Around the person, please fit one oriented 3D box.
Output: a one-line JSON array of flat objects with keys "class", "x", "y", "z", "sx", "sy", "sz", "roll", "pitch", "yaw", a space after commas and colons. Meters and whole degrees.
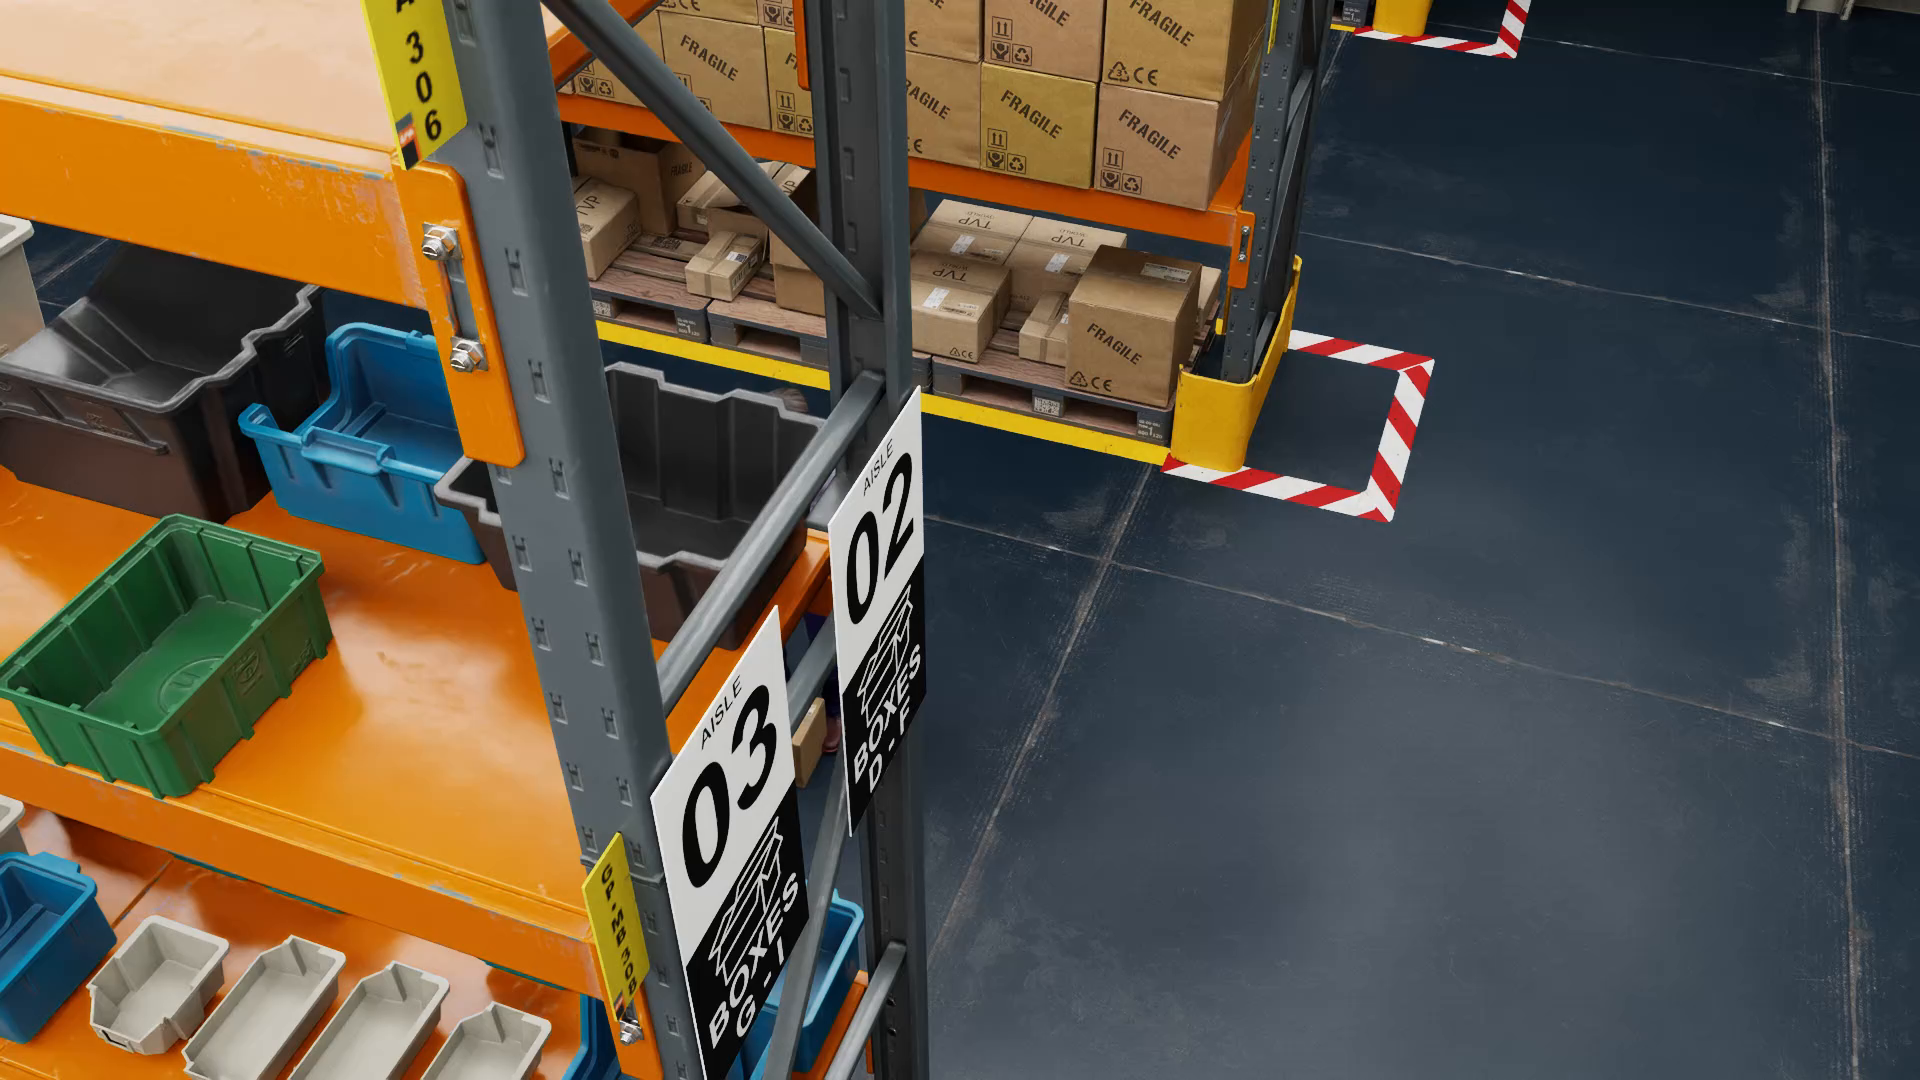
[{"class": "person", "x": -0.605, "y": 0.084, "z": 6.082, "sx": 0.560, "sy": 1.636, "sz": 0.371, "roll": 11, "pitch": 43, "yaw": 12}]
